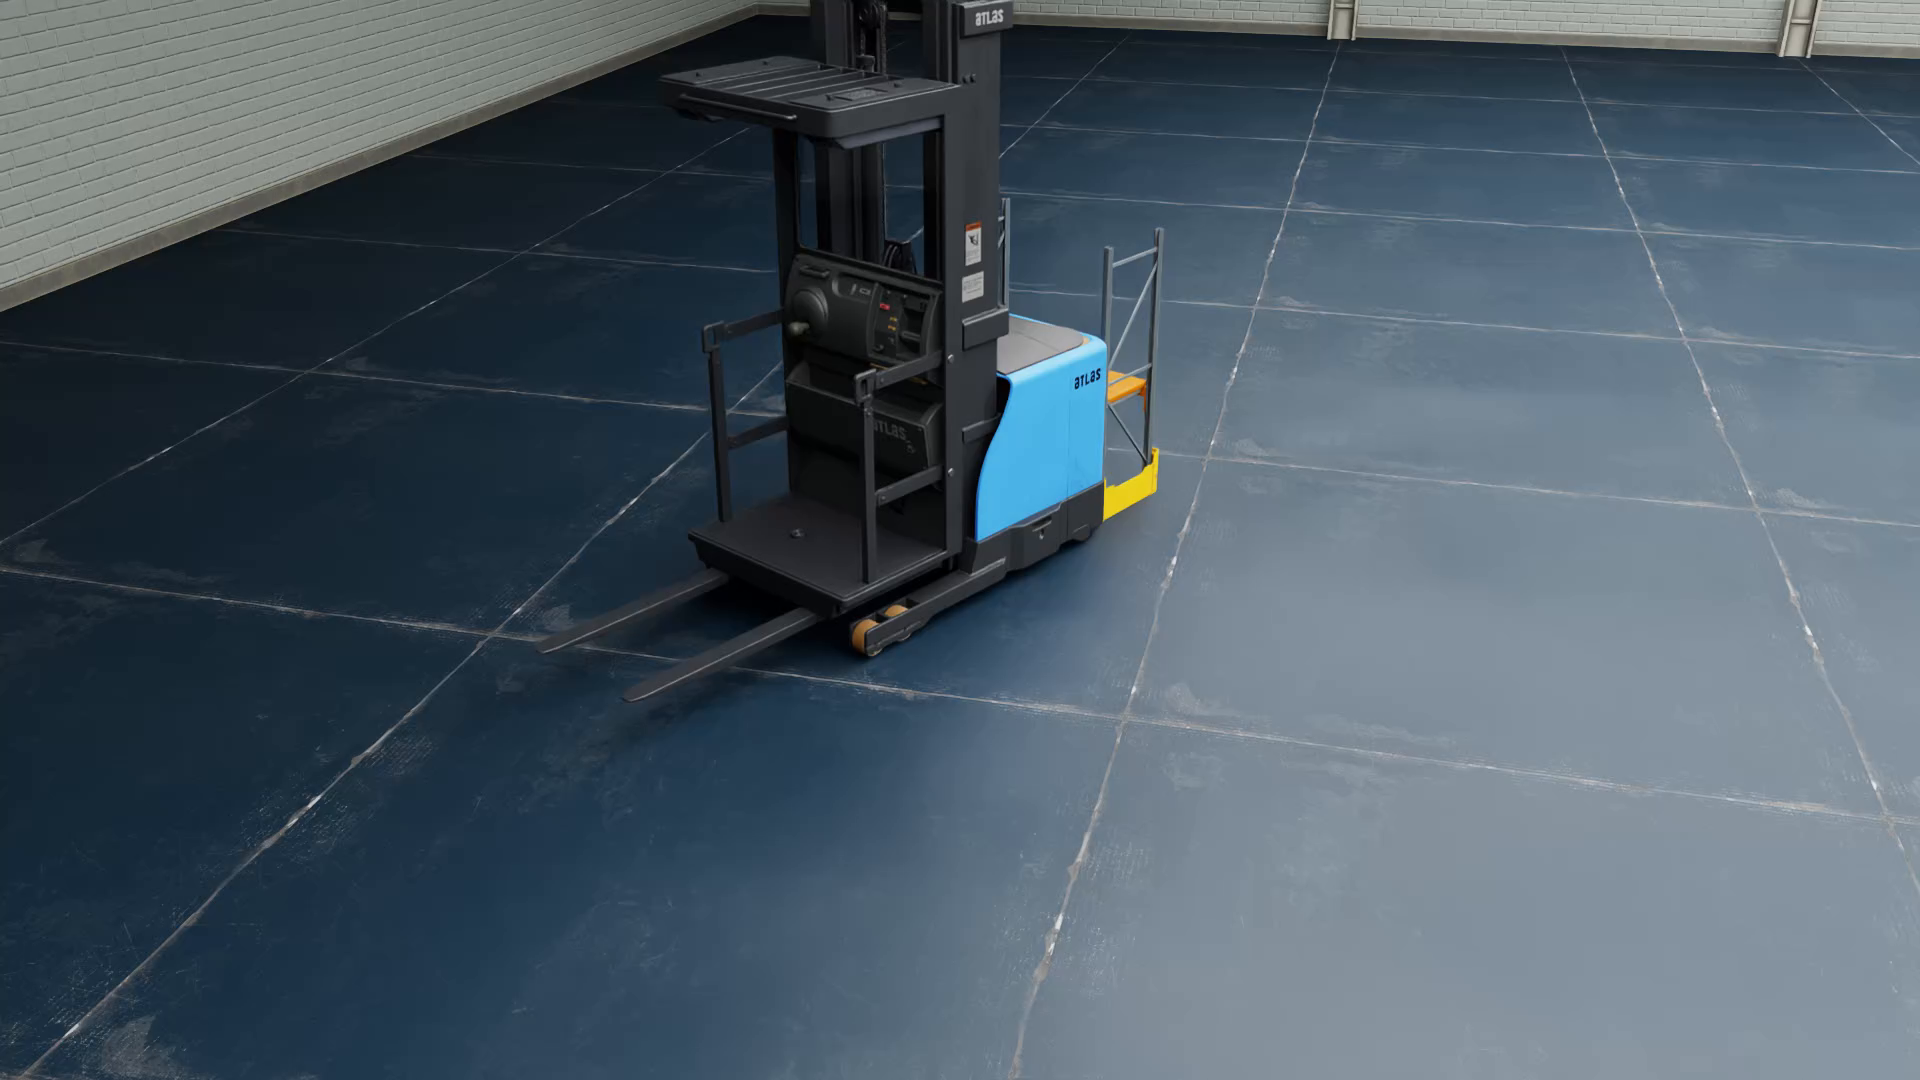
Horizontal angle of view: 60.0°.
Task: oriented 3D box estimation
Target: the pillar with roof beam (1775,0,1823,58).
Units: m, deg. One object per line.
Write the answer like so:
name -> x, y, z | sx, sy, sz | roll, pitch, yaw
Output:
pillar with roof beam -> 10.223, -8.846, 16.863 | 0.400, 9.000, 9.100 | 6, 26, 13

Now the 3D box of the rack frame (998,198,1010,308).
rack frame -> 0.109, -1.147, 9.414 | 0.032, 1.500, 0.500 | 20, 32, 35

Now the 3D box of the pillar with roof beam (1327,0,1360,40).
pillar with roof beam -> 4.412, -9.489, 18.212 | 0.400, 9.000, 9.100 | 6, 26, 13

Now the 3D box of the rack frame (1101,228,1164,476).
rack frame -> 0.892, -0.868, 8.829 | 0.032, 1.500, 0.500 | 20, 32, 35

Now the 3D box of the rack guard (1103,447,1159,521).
rack guard -> 0.891, -0.304, 9.098 | 0.087, 0.250, 0.587 | 20, 32, 35

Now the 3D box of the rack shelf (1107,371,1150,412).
rack shelf -> 0.501, -0.845, 9.199 | 1.000, 0.185, 0.538 | 20, 32, 35

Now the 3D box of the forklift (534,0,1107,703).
forklift -> -0.599, -1.036, 7.517 | 1.130, 2.935, 3.031 | 21, 33, 37

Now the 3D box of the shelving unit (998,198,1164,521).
shelving unit -> 0.508, -1.005, 9.116 | 1.083, 1.500, 0.587 | 20, 32, 35
